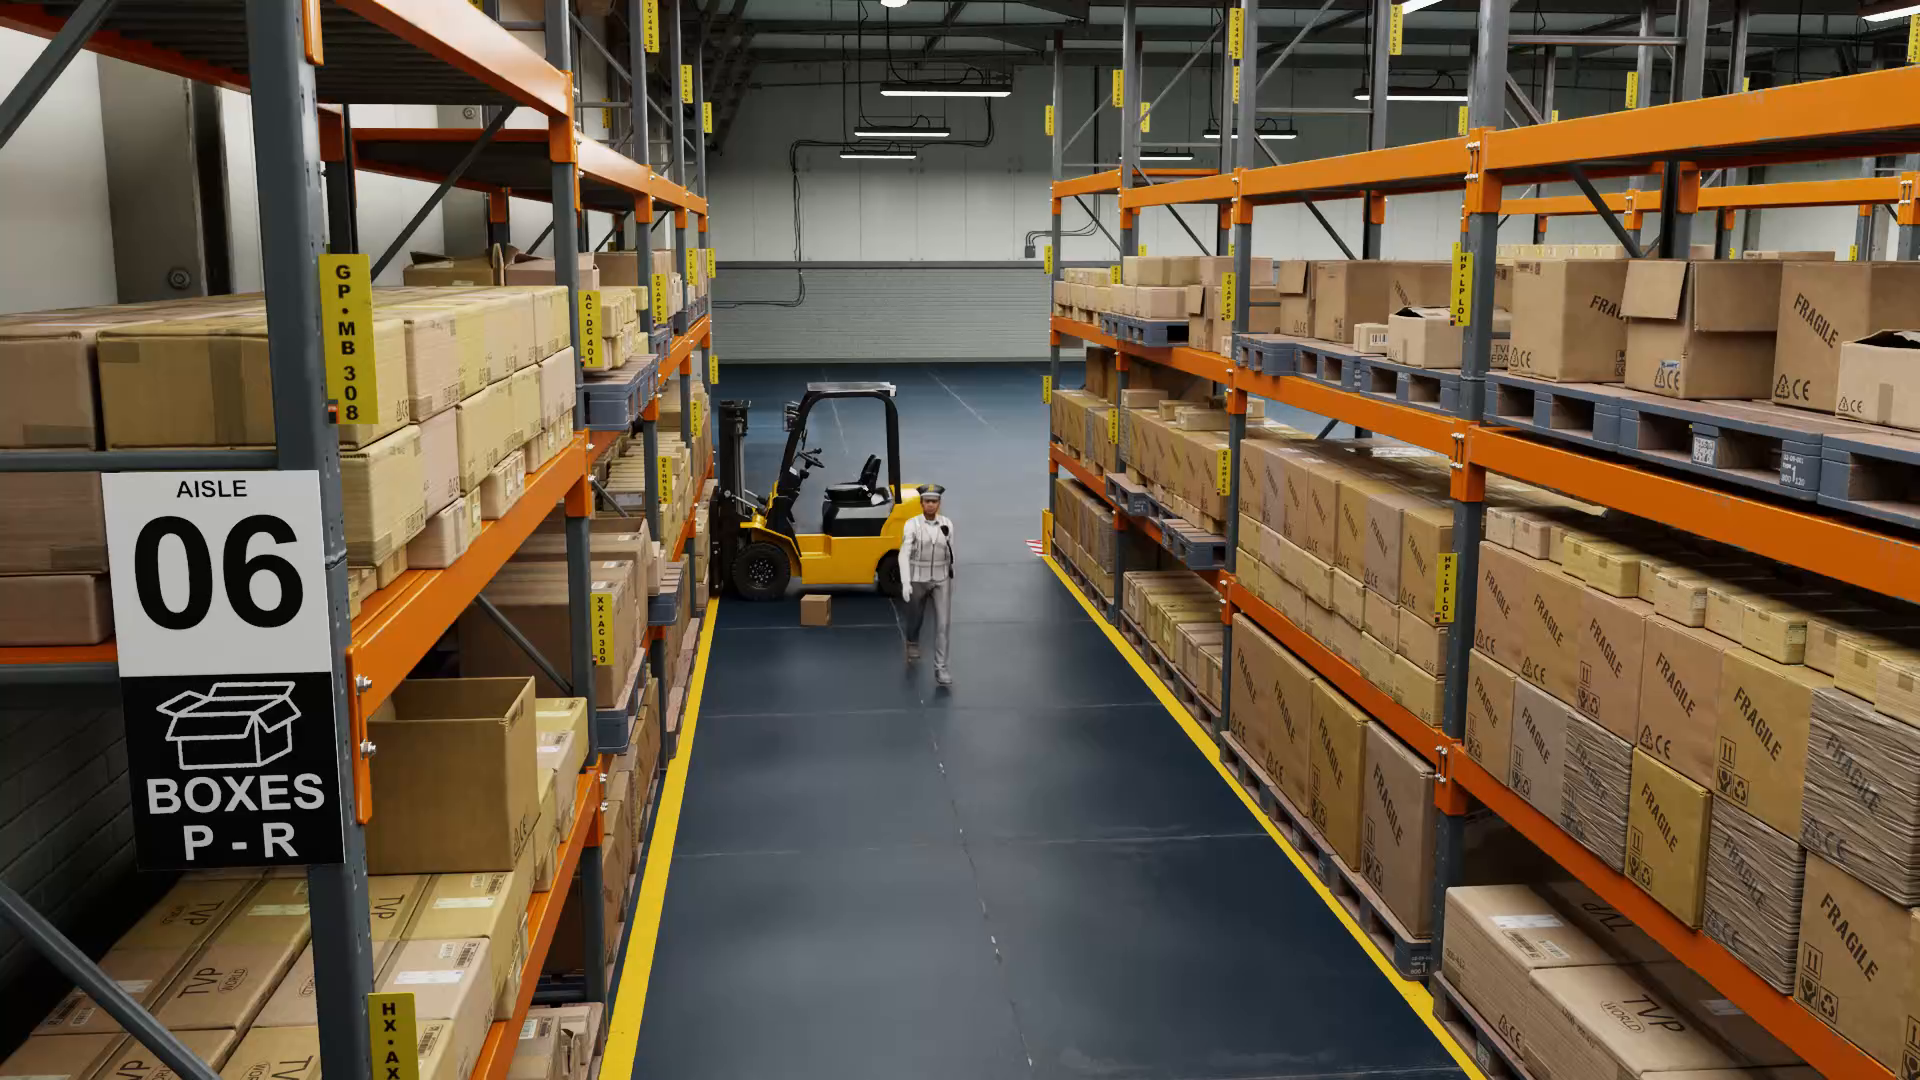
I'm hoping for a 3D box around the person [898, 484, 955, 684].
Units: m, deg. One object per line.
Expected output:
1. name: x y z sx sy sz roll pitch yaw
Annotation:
1. person: -0.272 0.325 13.999 0.519 1.635 1.038 -2 10 -11
